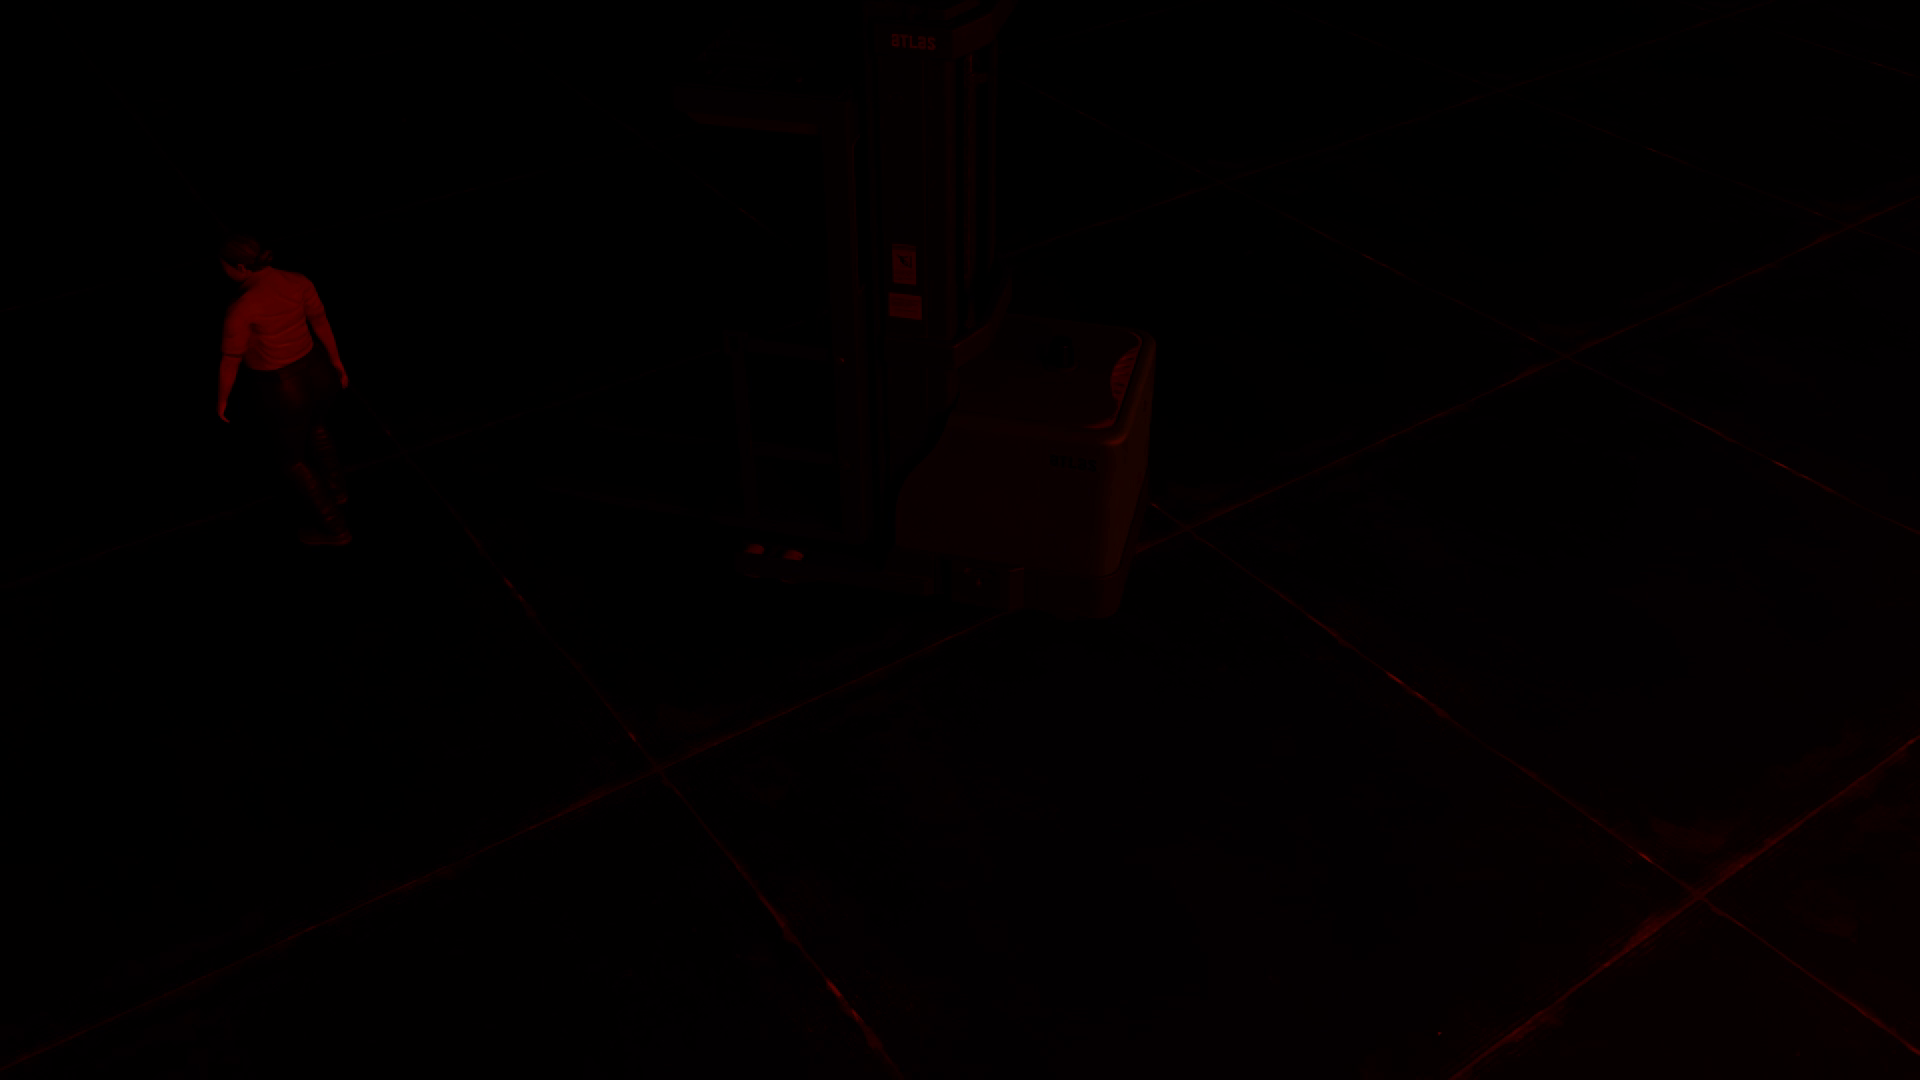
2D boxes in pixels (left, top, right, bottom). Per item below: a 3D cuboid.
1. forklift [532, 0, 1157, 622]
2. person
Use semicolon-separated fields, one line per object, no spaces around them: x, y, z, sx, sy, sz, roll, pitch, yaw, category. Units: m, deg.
-0.620;-1.259;7.648;3.031;2.935;1.130;9;37;11;forklift
-3.279;-0.752;8.081;0.574;1.608;0.608;15;39;20;person
